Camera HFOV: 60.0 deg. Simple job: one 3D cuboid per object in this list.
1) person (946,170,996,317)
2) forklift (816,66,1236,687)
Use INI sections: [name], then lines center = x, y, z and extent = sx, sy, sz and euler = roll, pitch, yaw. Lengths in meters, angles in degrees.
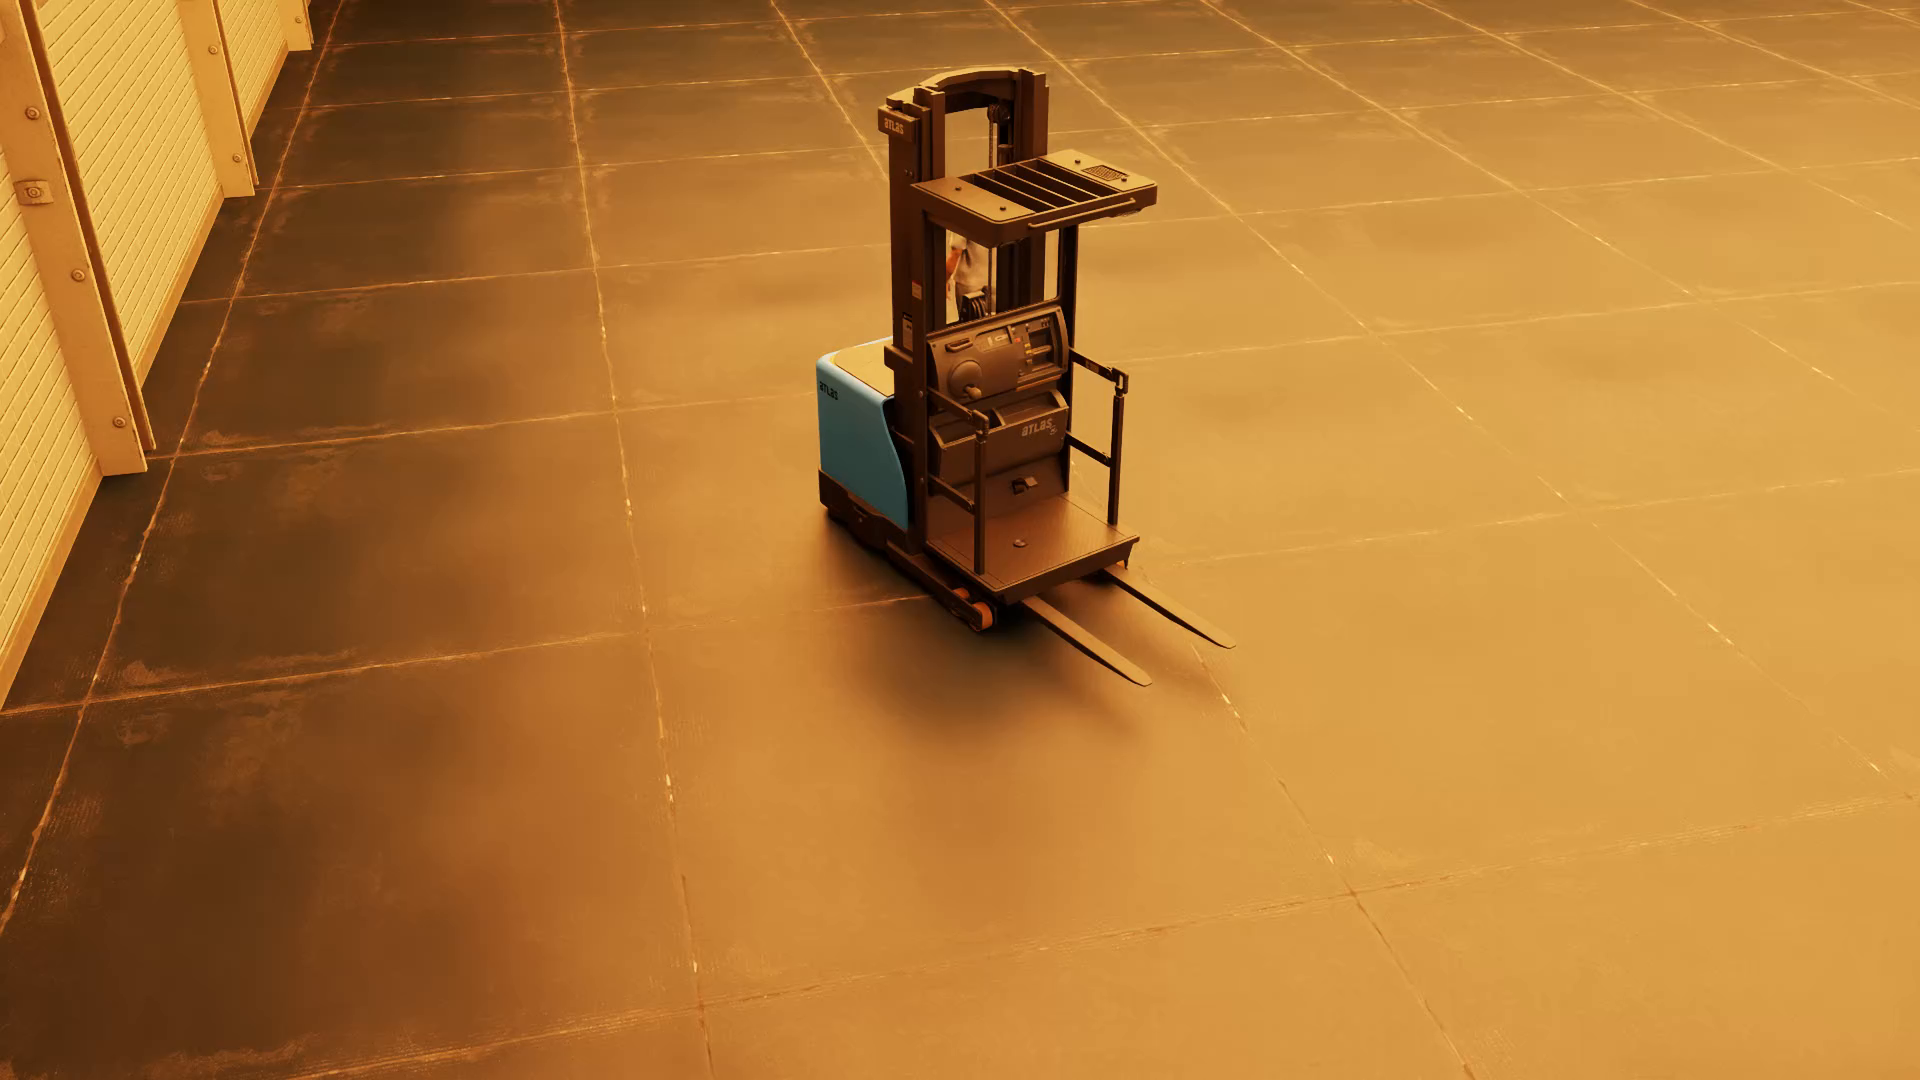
[person]
center = 0.105, -1.905, 12.105
extent = 0.551, 1.676, 0.549
euler = -14, 33, -22
[forklift]
center = 0.355, -1.021, 9.338
extent = 1.130, 2.935, 3.031
euler = -20, 35, -30
